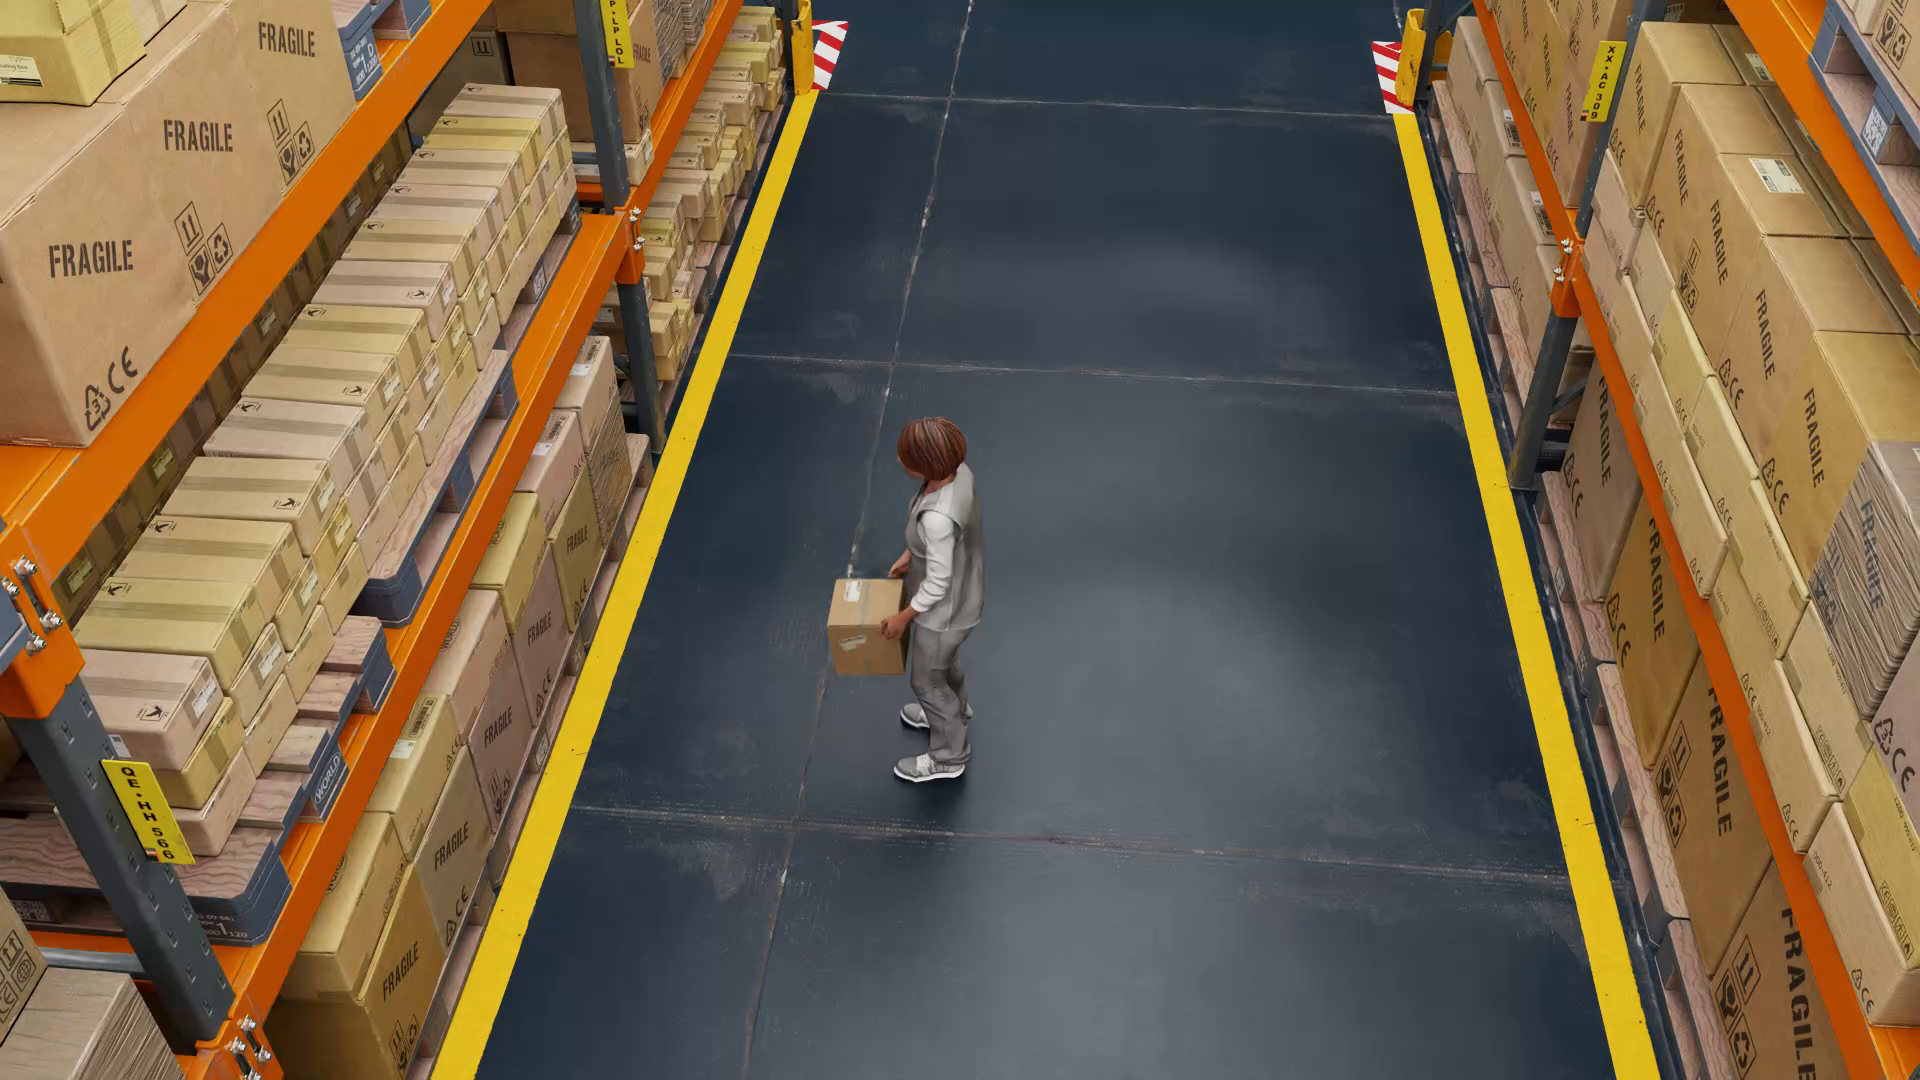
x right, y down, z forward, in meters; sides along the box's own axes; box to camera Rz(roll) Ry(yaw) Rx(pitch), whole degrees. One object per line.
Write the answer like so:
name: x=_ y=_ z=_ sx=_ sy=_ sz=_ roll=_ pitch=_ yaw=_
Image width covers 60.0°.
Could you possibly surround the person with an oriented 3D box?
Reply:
person: x=-0.090 y=0.214 z=5.909 sx=0.359 sy=1.601 sz=0.446 roll=2 pitch=41 yaw=3
